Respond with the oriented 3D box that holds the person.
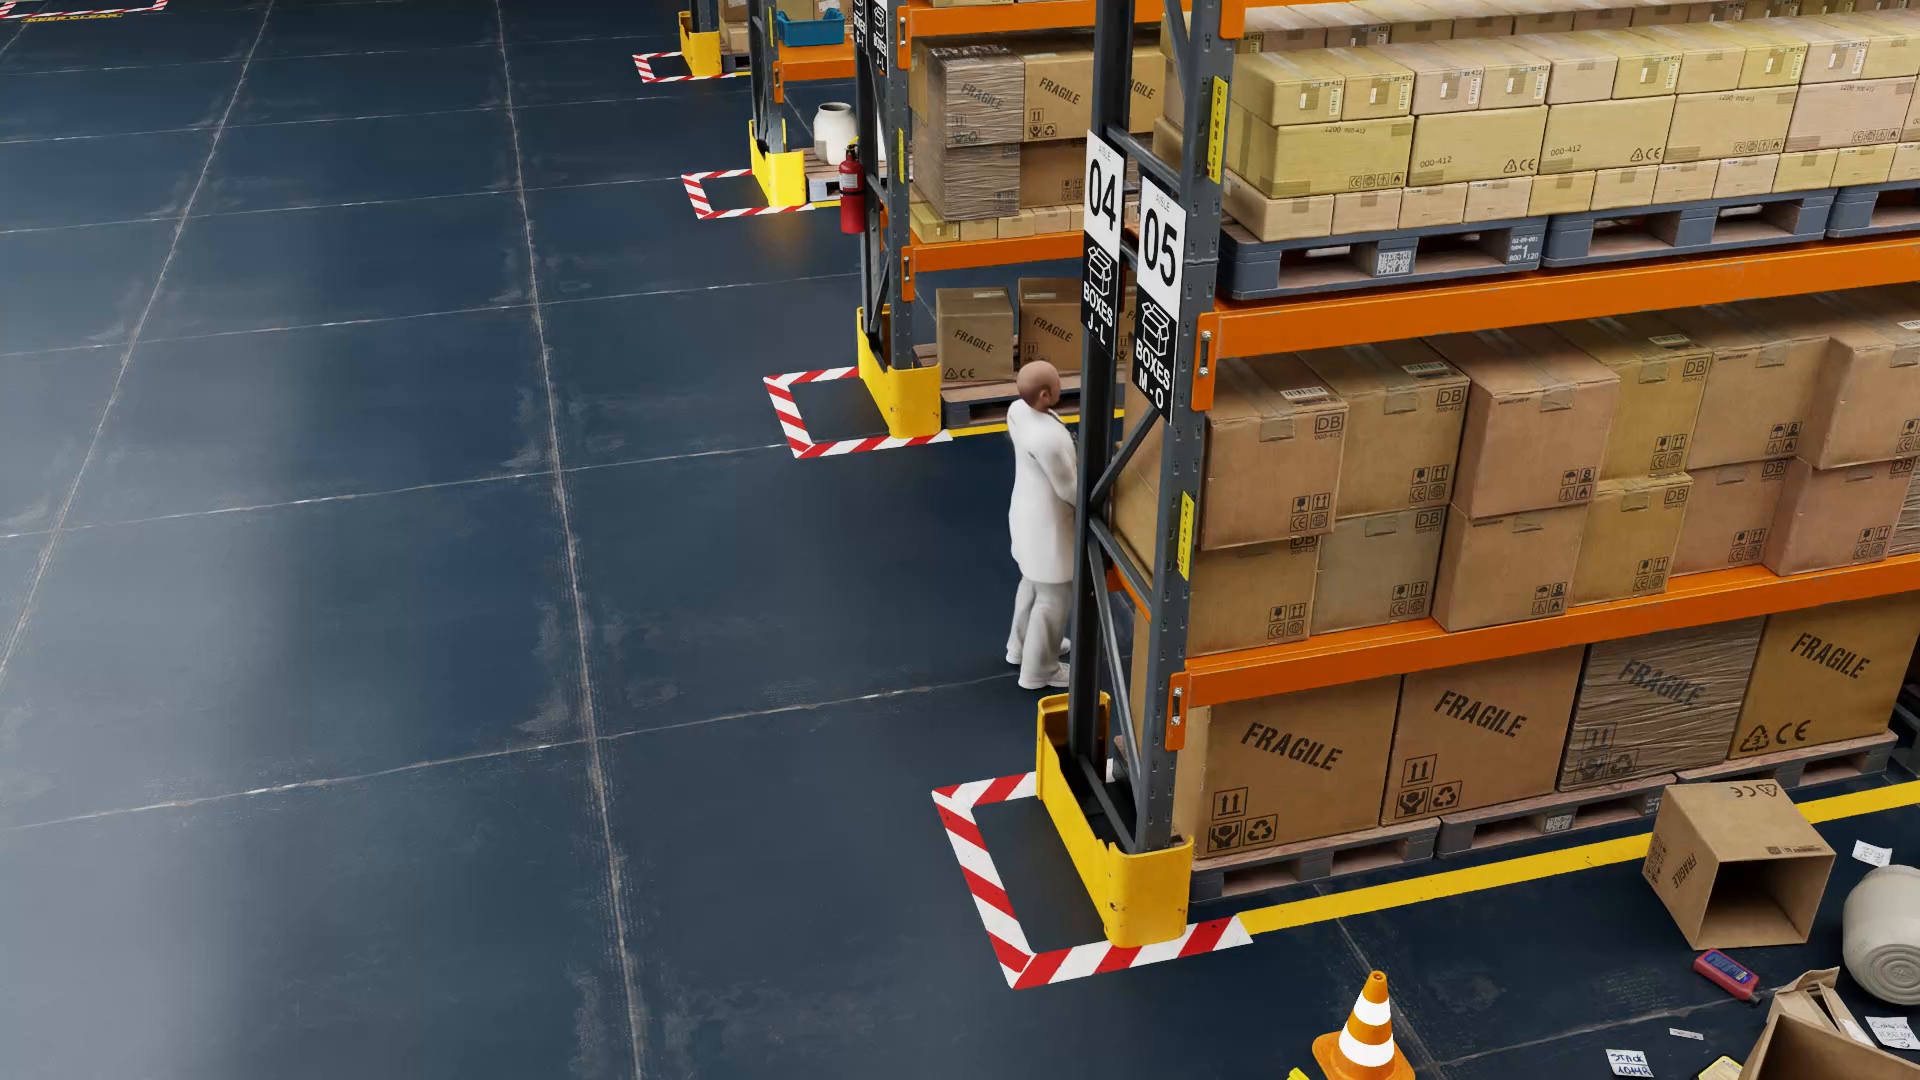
[{"bbox_3d":[0.525,-0.096,8.430,0.543,1.777,0.525,-8,31,-13],"label":"person"}]
